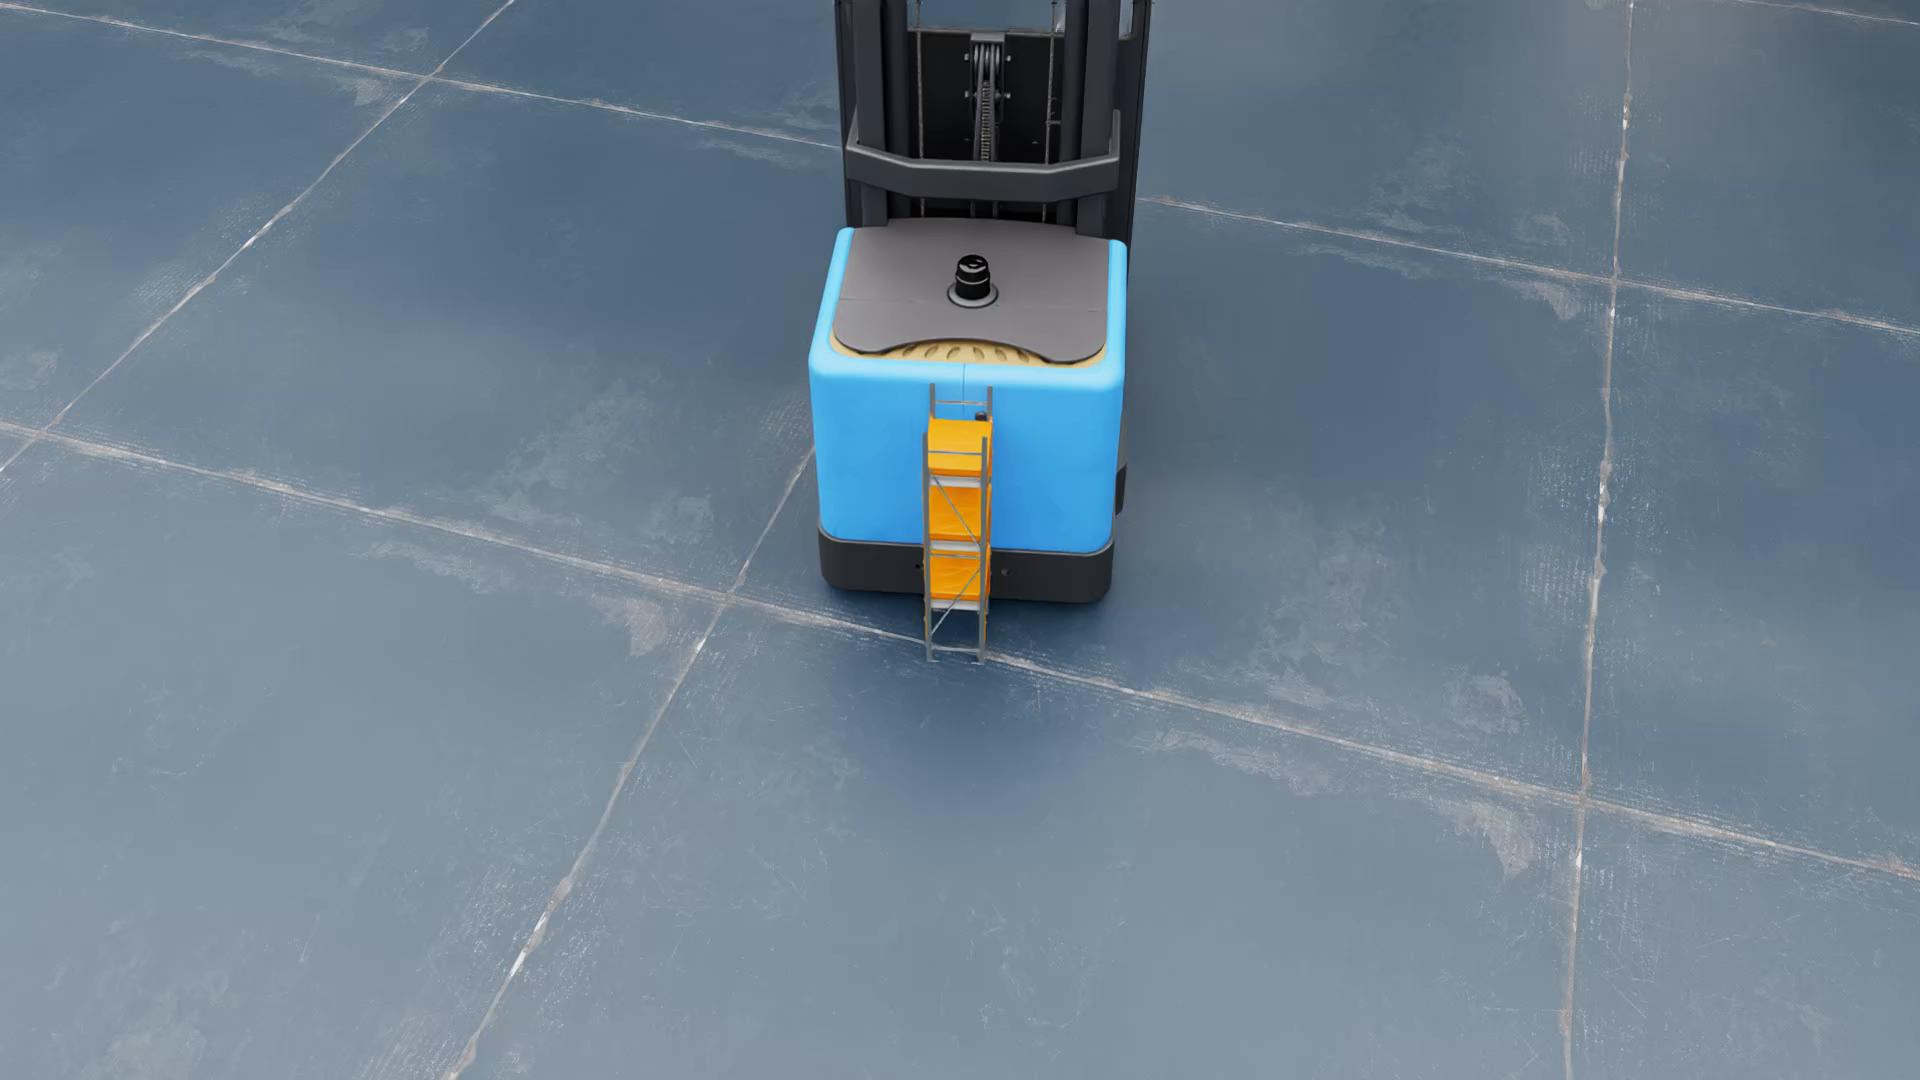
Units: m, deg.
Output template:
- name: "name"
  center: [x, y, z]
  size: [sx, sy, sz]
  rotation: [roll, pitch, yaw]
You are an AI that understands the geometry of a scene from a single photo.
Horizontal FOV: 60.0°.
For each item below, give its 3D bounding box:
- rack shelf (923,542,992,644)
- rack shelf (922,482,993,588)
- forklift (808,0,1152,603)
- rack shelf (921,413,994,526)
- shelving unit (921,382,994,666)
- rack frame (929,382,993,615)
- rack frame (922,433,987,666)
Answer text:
- name: "rack shelf"
  center: [-0.007, 0.176, 5.732]
  size: [0.215, 0.259, 0.240]
  rotation: [3, 44, 3]
- name: "rack shelf"
  center: [-0.007, -0.022, 5.537]
  size: [0.215, 0.259, 0.240]
  rotation: [3, 44, 3]
- name: "forklift"
  center: [0.132, -1.851, 6.046]
  size: [1.130, 2.935, 3.031]
  rotation: [3, 44, 3]
- name: "rack shelf"
  center: [-0.007, -0.225, 5.339]
  size: [0.215, 0.259, 0.240]
  rotation: [3, 44, 3]
- name: "shelving unit"
  center: [-0.007, -0.030, 5.530]
  size: [0.215, 1.050, 0.252]
  rotation: [3, 44, 3]
- name: "rack frame"
  center: [0.003, -0.115, 5.617]
  size: [0.200, 1.050, 0.008]
  rotation: [3, 44, 3]
- name: "rack frame"
  center: [-0.016, 0.055, 5.443]
  size: [0.200, 1.050, 0.008]
  rotation: [3, 44, 3]
